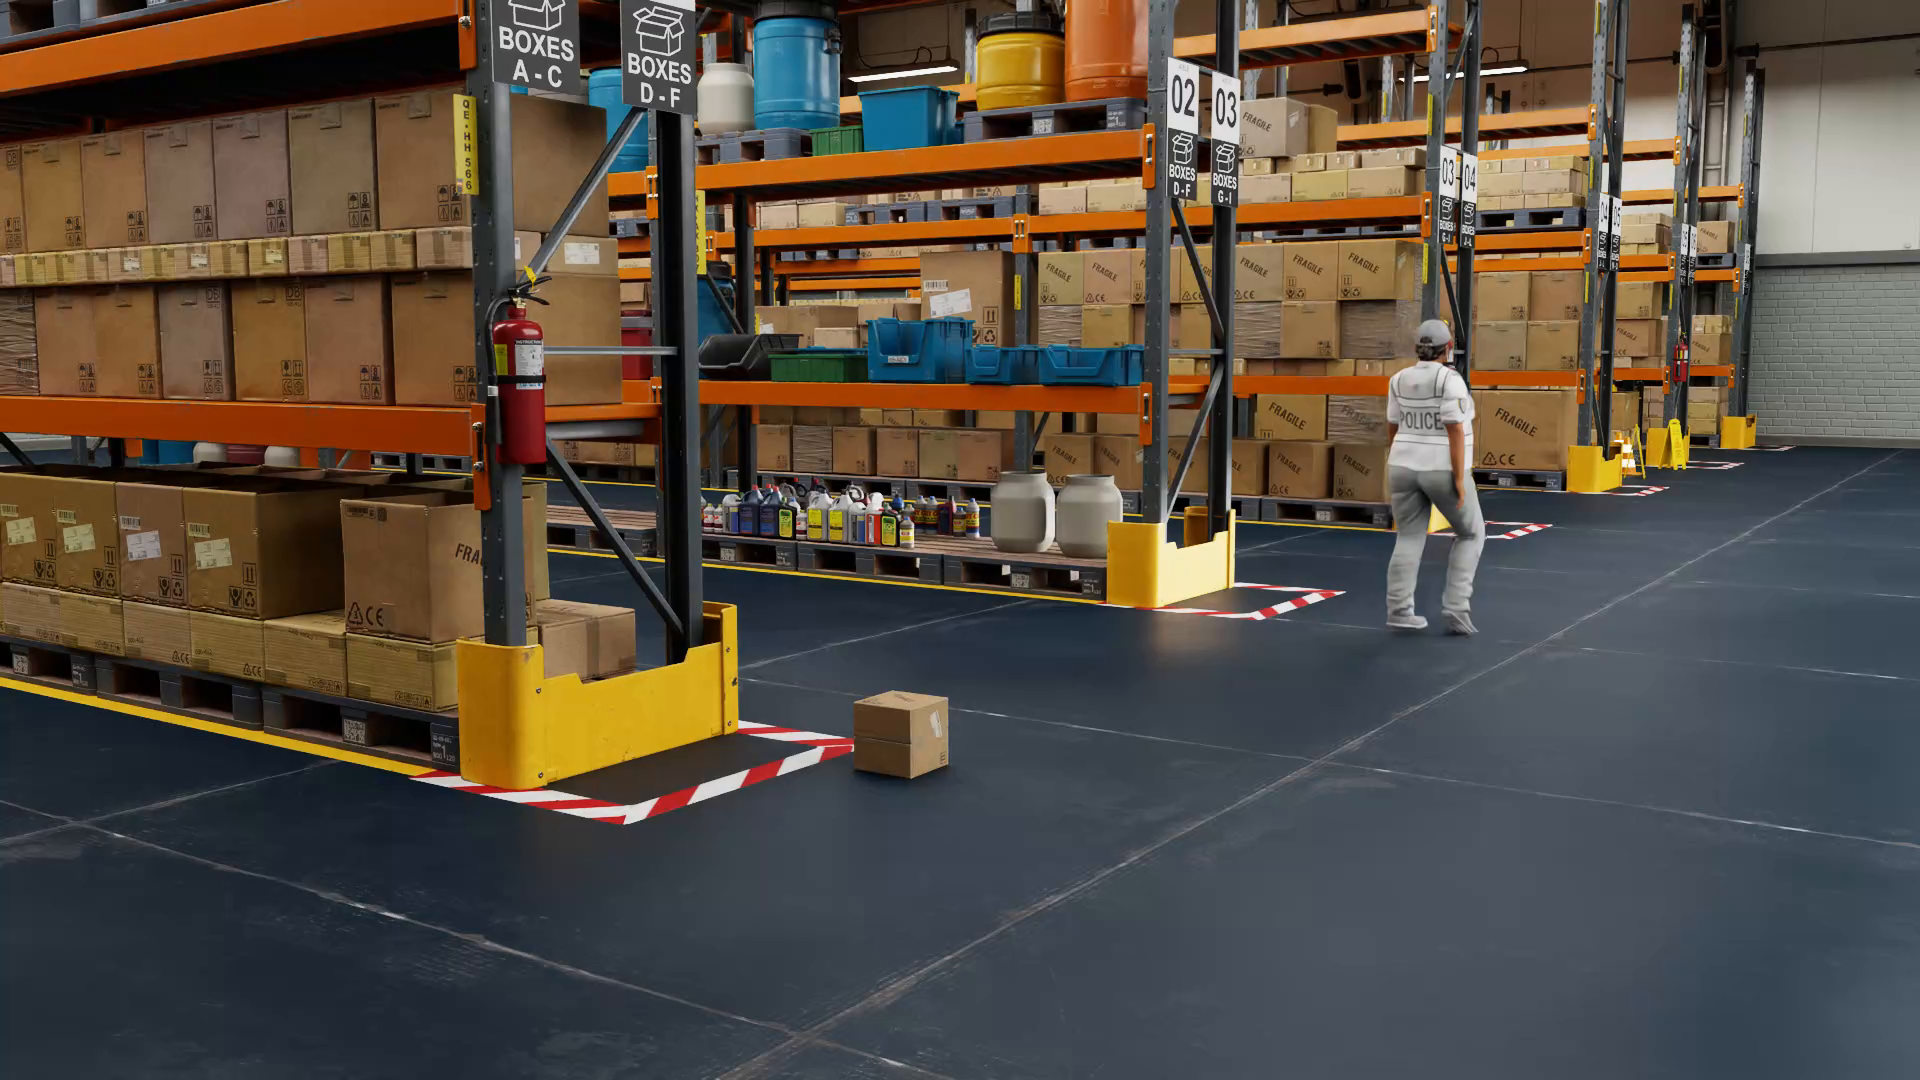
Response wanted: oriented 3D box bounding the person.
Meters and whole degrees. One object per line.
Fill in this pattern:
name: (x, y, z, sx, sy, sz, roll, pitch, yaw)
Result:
person: (2.522, -0.303, 8.889, 0.514, 1.737, 0.511, -6, 9, -44)
